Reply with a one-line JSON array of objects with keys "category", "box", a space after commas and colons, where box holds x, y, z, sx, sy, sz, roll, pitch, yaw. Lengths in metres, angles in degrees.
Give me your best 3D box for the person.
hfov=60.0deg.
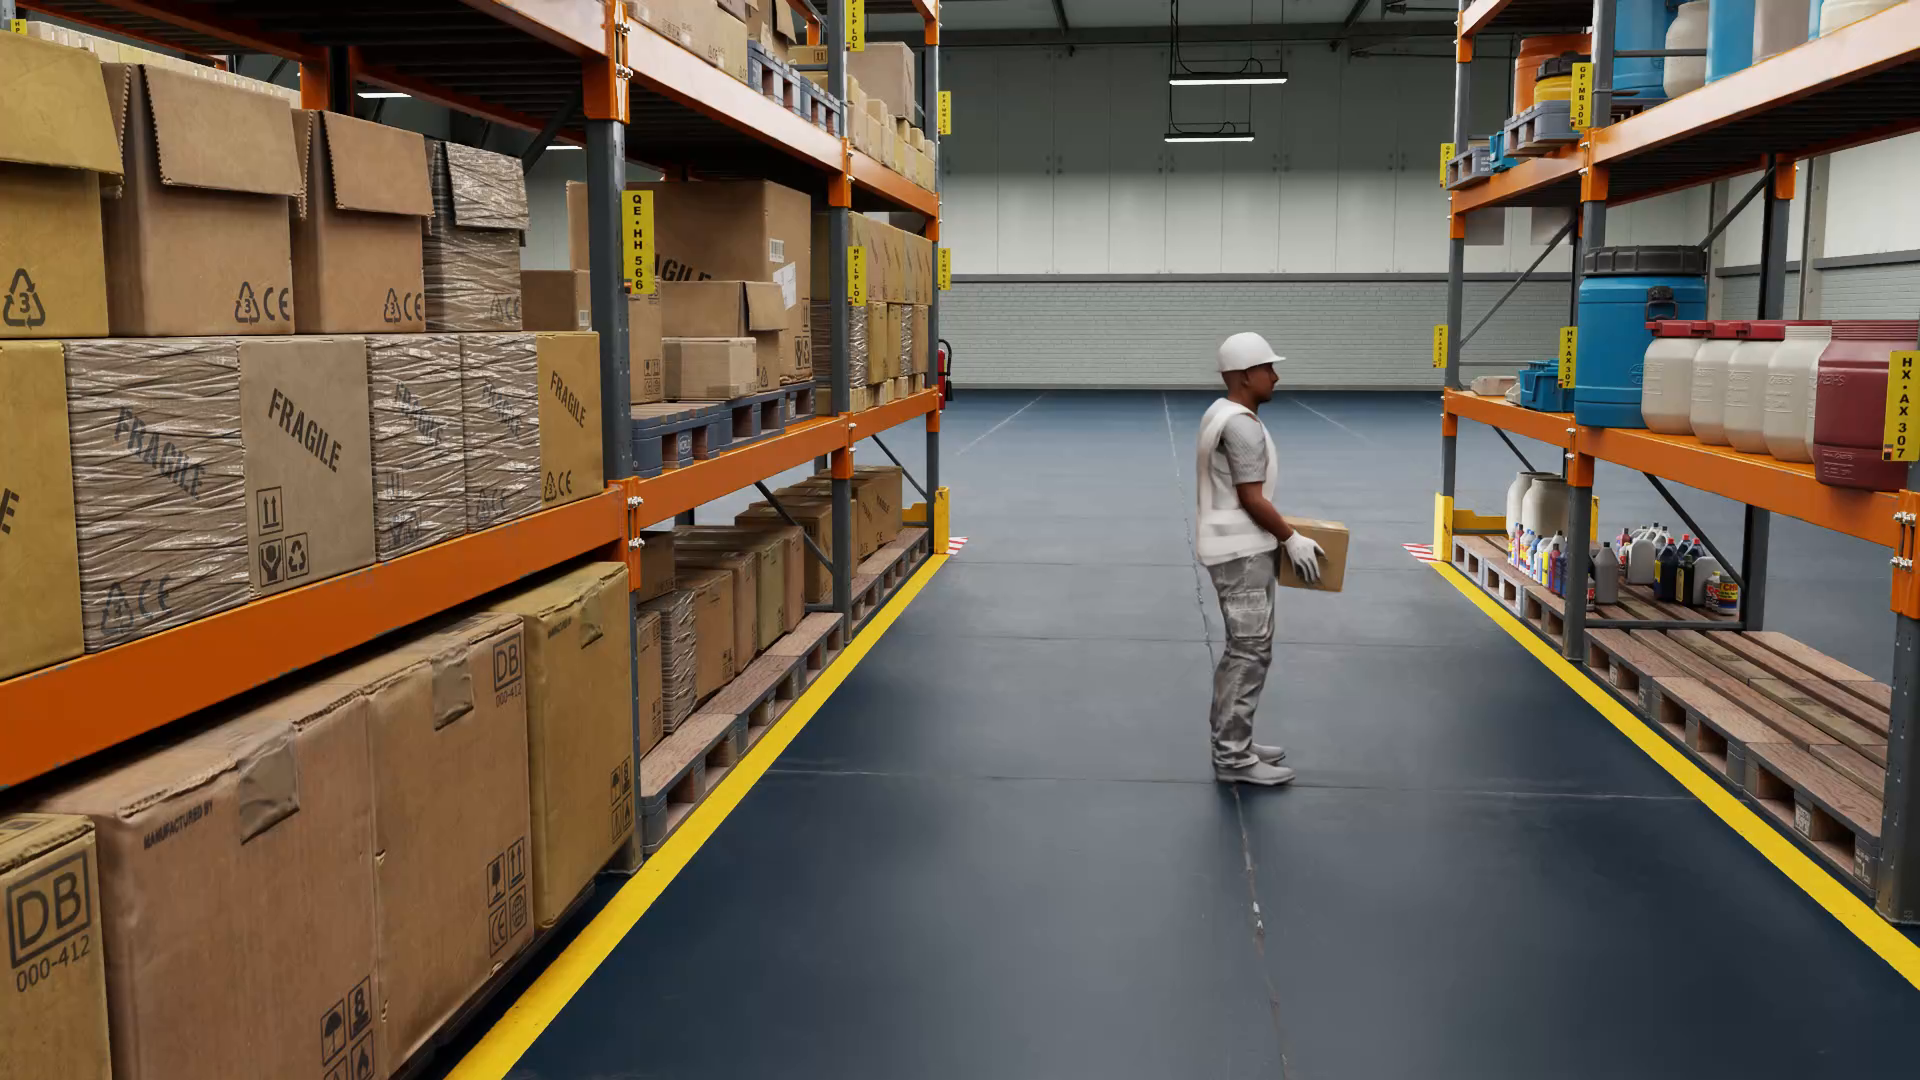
[{"category": "person", "box": [1.201, 0.064, 6.712, 0.509, 1.788, 0.546, 1, 8, 6]}]
